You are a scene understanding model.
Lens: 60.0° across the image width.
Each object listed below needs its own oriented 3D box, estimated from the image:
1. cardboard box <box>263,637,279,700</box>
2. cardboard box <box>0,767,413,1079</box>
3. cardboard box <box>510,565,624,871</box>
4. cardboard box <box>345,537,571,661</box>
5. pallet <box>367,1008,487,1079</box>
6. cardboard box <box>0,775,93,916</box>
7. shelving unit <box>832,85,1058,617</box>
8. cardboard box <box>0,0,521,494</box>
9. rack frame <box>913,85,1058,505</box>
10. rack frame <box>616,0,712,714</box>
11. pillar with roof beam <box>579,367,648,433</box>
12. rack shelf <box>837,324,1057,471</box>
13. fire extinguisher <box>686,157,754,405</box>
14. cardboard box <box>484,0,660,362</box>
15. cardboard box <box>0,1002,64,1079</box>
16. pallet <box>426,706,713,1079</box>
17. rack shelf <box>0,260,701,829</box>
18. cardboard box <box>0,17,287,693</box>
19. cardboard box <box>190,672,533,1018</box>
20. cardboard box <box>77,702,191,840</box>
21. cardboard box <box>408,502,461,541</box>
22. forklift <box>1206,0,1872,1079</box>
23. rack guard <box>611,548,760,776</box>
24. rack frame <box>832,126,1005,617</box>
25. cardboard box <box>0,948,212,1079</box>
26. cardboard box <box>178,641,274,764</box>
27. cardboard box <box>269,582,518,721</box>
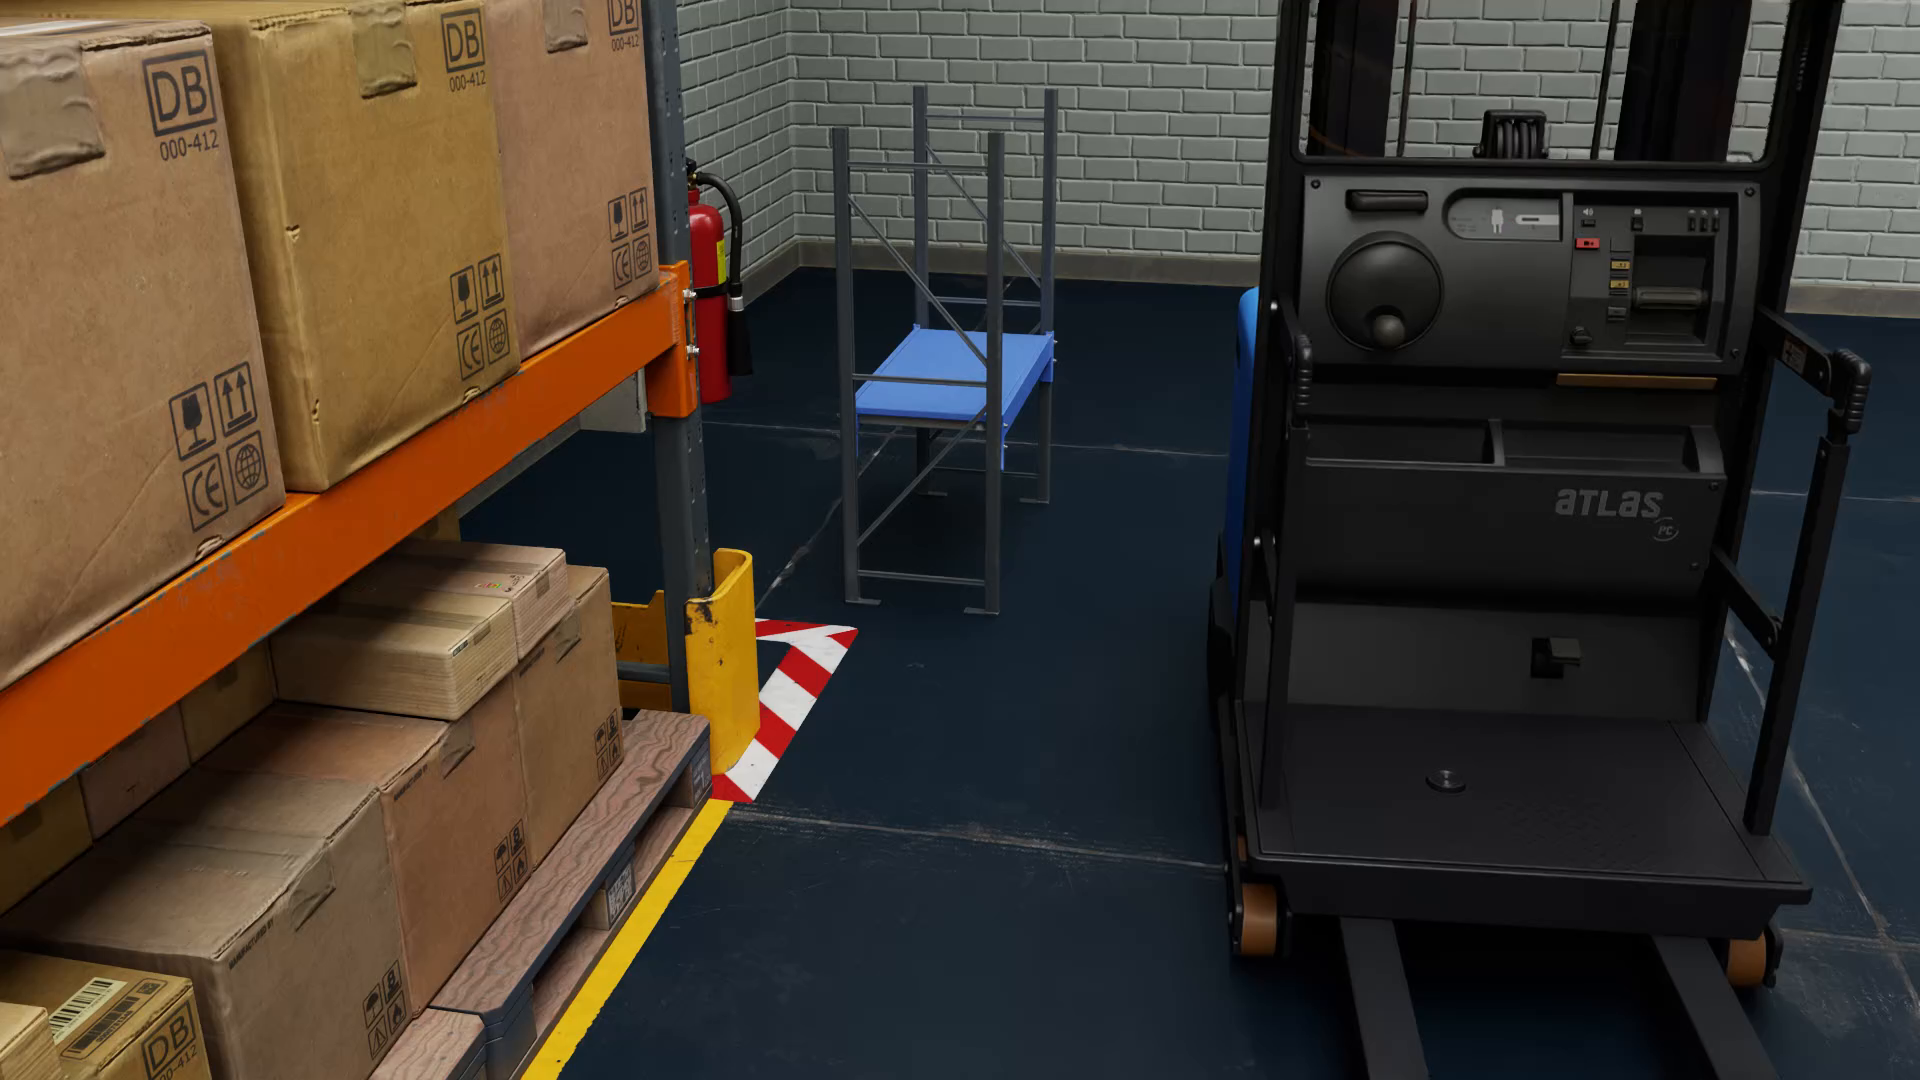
[{"bbox_3d":[-1.468,0.182,3.303,0.380,0.149,0.250,5,22,11],"label":"cardboard box"},{"bbox_3d":[-1.399,0.725,2.822,0.700,0.500,0.500,4,22,9],"label":"cardboard box"},{"bbox_3d":[-1.195,0.358,3.733,0.700,0.500,0.500,4,22,11],"label":"cardboard box"},{"bbox_3d":[-1.043,0.118,3.461,0.380,0.149,0.250,4,22,10],"label":"cardboard box"},{"bbox_3d":[-1.488,1.167,2.675,1.003,0.211,1.213,4,22,11],"label":"pallet"},{"bbox_3d":[-1.622,0.460,2.611,0.380,0.149,0.250,5,22,11],"label":"cardboard box"},{"bbox_3d":[-0.017,-0.665,5.496,0.538,1.500,1.048,4,22,11],"label":"shelving unit"},{"bbox_3d":[-1.382,-0.555,2.815,0.980,0.700,0.700,4,22,10],"label":"cardboard box"},{"bbox_3d":[0.086,-0.850,5.958,0.500,1.500,0.032,4,22,11],"label":"rack frame"},{"bbox_3d":[-1.150,-0.870,3.999,1.000,3.000,0.127,4,22,11],"label":"rack frame"},{"bbox_3d":[2.769,-4.378,4.679,9.100,9.000,0.400,4,22,11],"label":"pillar with roof beam"},{"bbox_3d":[-0.017,-0.498,5.563,0.538,0.185,1.000,4,22,11],"label":"rack shelf"},{"bbox_3d":[-0.667,-0.681,4.133,0.296,0.674,0.183,4,22,11],"label":"fire extinguisher"},{"bbox_3d":[-1.244,-0.822,3.478,0.980,0.700,0.700,5,23,13],"label":"cardboard box"},{"bbox_3d":[-1.358,0.689,2.044,0.380,0.149,0.250,4,22,9],"label":"cardboard box"},{"bbox_3d":[-1.236,0.722,3.779,1.003,0.211,1.213,4,22,11],"label":"pallet"},{"bbox_3d":[-1.558,0.195,2.317,1.077,0.370,4.000,4,22,11],"label":"rack shelf"},{"bbox_3d":[-1.546,-0.277,2.125,0.980,0.700,0.700,3,22,8],"label":"cardboard box"},{"bbox_3d":[-1.297,0.541,3.279,0.700,0.500,0.500,4,22,11],"label":"cardboard box"},{"bbox_3d":[-1.570,0.366,2.845,0.380,0.149,0.250,5,22,12],"label":"cardboard box"},{"bbox_3d":[-1.365,-0.004,3.763,0.380,0.149,0.250,5,22,11],"label":"cardboard box"},{"bbox_3d":[1.168,-0.549,3.293,1.130,2.935,3.031,2,22,5],"label":"forklift"},{"bbox_3d":[-1.145,0.281,4.488,1.175,0.500,0.348,4,22,11],"label":"rack guard"},{"bbox_3d":[-0.121,-0.479,5.034,0.500,1.500,0.032,4,22,11],"label":"rack frame"},{"bbox_3d":[-1.500,0.921,2.336,0.700,0.500,0.500,5,22,12],"label":"cardboard box"},{"bbox_3d":[-1.519,0.273,3.076,0.380,0.149,0.250,5,22,11],"label":"cardboard box"},{"bbox_3d":[-1.094,0.212,3.228,0.380,0.149,0.250,5,22,12],"label":"cardboard box"}]
